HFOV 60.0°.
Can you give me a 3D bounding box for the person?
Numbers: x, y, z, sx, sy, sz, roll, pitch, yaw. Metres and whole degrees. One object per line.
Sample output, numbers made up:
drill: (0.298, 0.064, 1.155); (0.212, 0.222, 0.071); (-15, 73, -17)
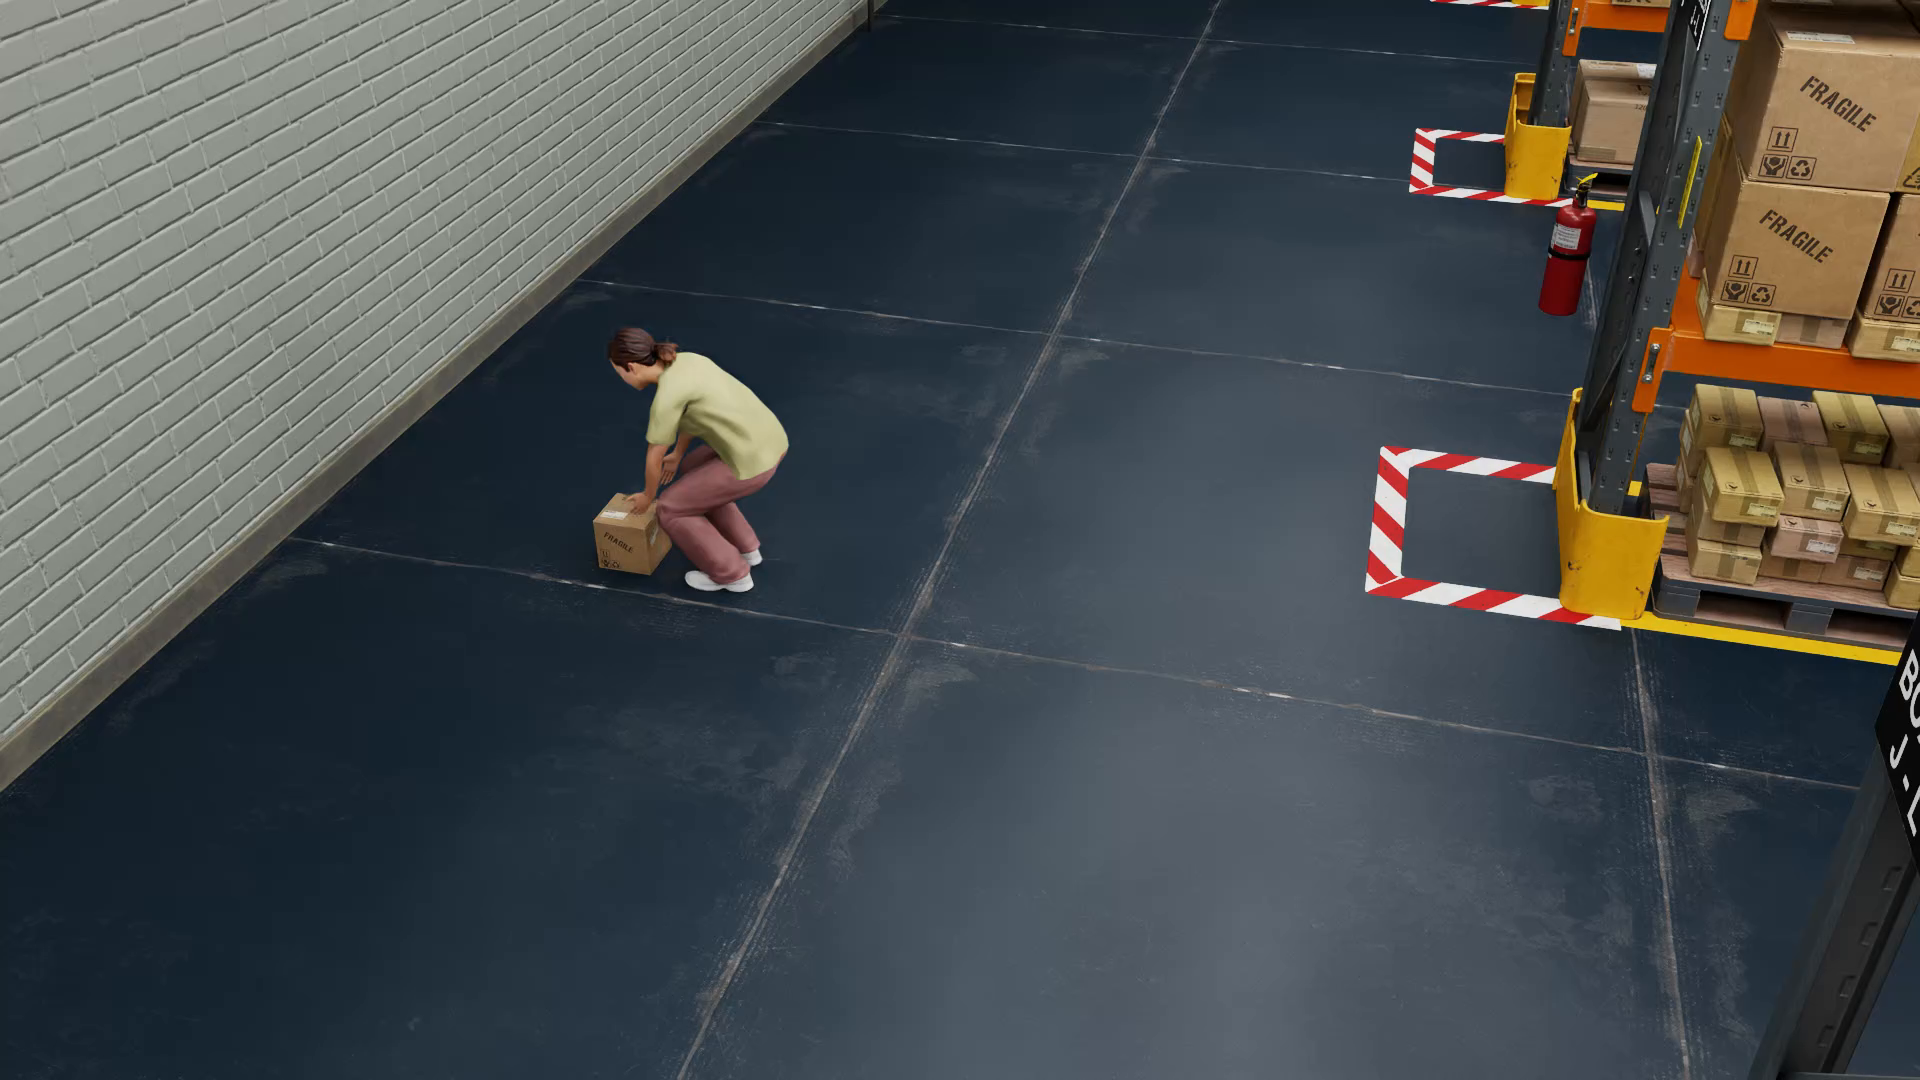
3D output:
person: (-1.111, -0.341, 7.119); (0.730, 1.187, 0.506); (8, 34, 12)
